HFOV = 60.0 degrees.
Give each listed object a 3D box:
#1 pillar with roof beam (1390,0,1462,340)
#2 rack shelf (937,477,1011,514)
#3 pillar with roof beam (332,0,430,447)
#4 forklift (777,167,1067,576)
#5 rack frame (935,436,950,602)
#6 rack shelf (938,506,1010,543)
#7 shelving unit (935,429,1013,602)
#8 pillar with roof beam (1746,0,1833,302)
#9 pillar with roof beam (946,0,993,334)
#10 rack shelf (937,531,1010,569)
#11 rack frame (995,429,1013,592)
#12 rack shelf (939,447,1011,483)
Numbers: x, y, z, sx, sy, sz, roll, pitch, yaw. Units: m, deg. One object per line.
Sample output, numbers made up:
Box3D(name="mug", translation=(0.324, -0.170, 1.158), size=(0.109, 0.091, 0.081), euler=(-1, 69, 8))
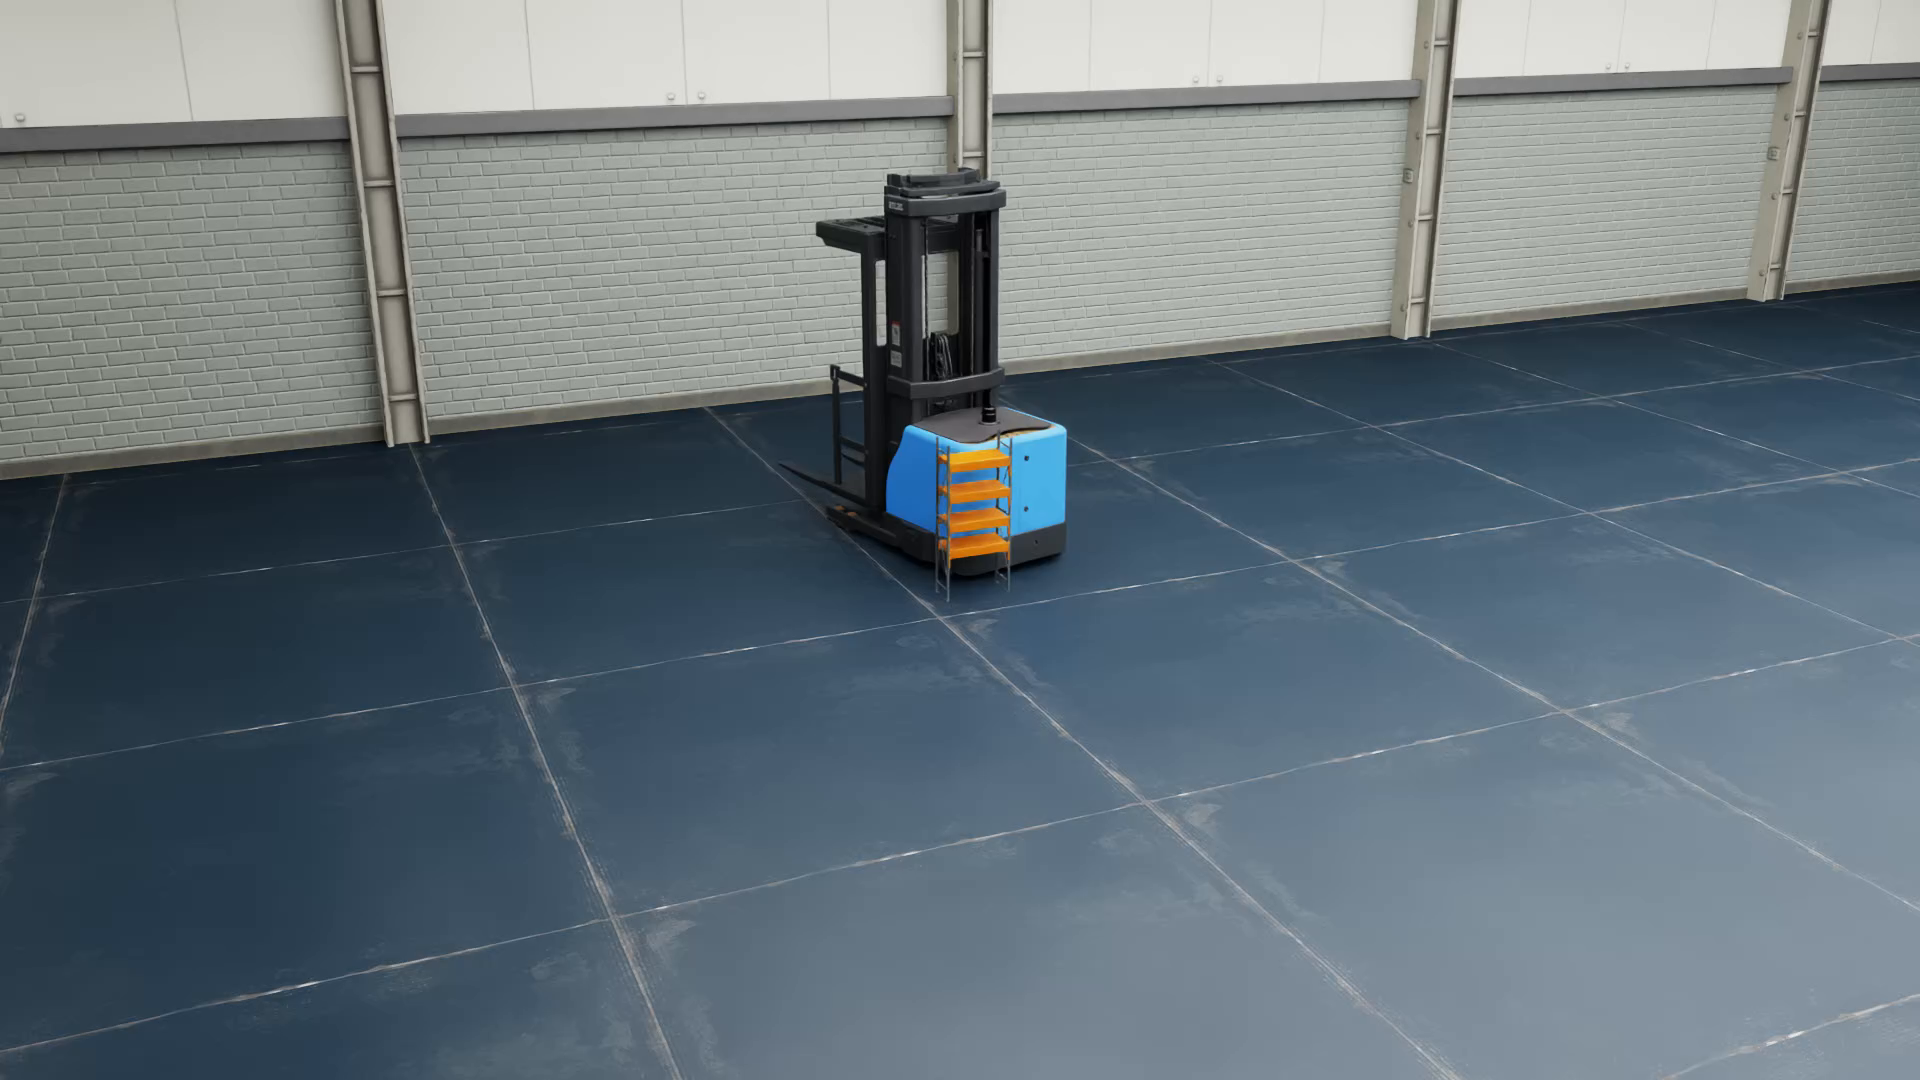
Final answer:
Box3D(name="pillar with roof beam", translation=(7.315, -5.481, 15.539), size=(0.400, 9.000, 9.100), euler=(-8, 21, -22))
Box3D(name="rack shelf", translation=(0.099, -0.325, 12.159), size=(0.480, 0.148, 0.258), euler=(-8, 22, -22))
Box3D(name="pillar with roof beam", translation=(-3.703, -3.903, 11.056), size=(0.400, 9.000, 9.100), euler=(-8, 21, -22))
Box3D(name="forklift", translation=(-0.453, -1.536, 13.471), size=(1.130, 2.935, 3.031), euler=(-14, 24, -35))
Box3D(name="rack frame", translation=(-0.127, -0.147, 12.125), size=(0.015, 1.200, 0.240), euler=(-8, 22, -22))
Box3D(name="rack shelf", translation=(0.098, -0.115, 12.238), size=(0.480, 0.148, 0.258), euler=(-8, 22, -22))
Box3D(name="shelving unit", translation=(0.098, -0.178, 12.214), size=(0.503, 1.200, 0.258), euler=(-8, 22, -22))
Box3D(name="pillar with roof beam", translation=(12.825, -6.270, 17.781), size=(0.400, 9.000, 9.100), euler=(-8, 21, -22))
Box3D(name="pillar with roof beam", translation=(1.806, -4.692, 13.298), size=(0.400, 9.000, 9.100), euler=(-8, 21, -22))
Box3D(name="rack shelf", translation=(0.096, 0.071, 12.307), size=(0.480, 0.148, 0.258), euler=(-8, 22, -22))
Box3D(name="rack frame", translation=(0.323, -0.210, 12.304), size=(0.015, 1.200, 0.240), euler=(-8, 22, -22))
Box3D(name="rack shelf", translation=(0.101, -0.547, 12.077), size=(0.480, 0.148, 0.258), euler=(-8, 22, -22))
